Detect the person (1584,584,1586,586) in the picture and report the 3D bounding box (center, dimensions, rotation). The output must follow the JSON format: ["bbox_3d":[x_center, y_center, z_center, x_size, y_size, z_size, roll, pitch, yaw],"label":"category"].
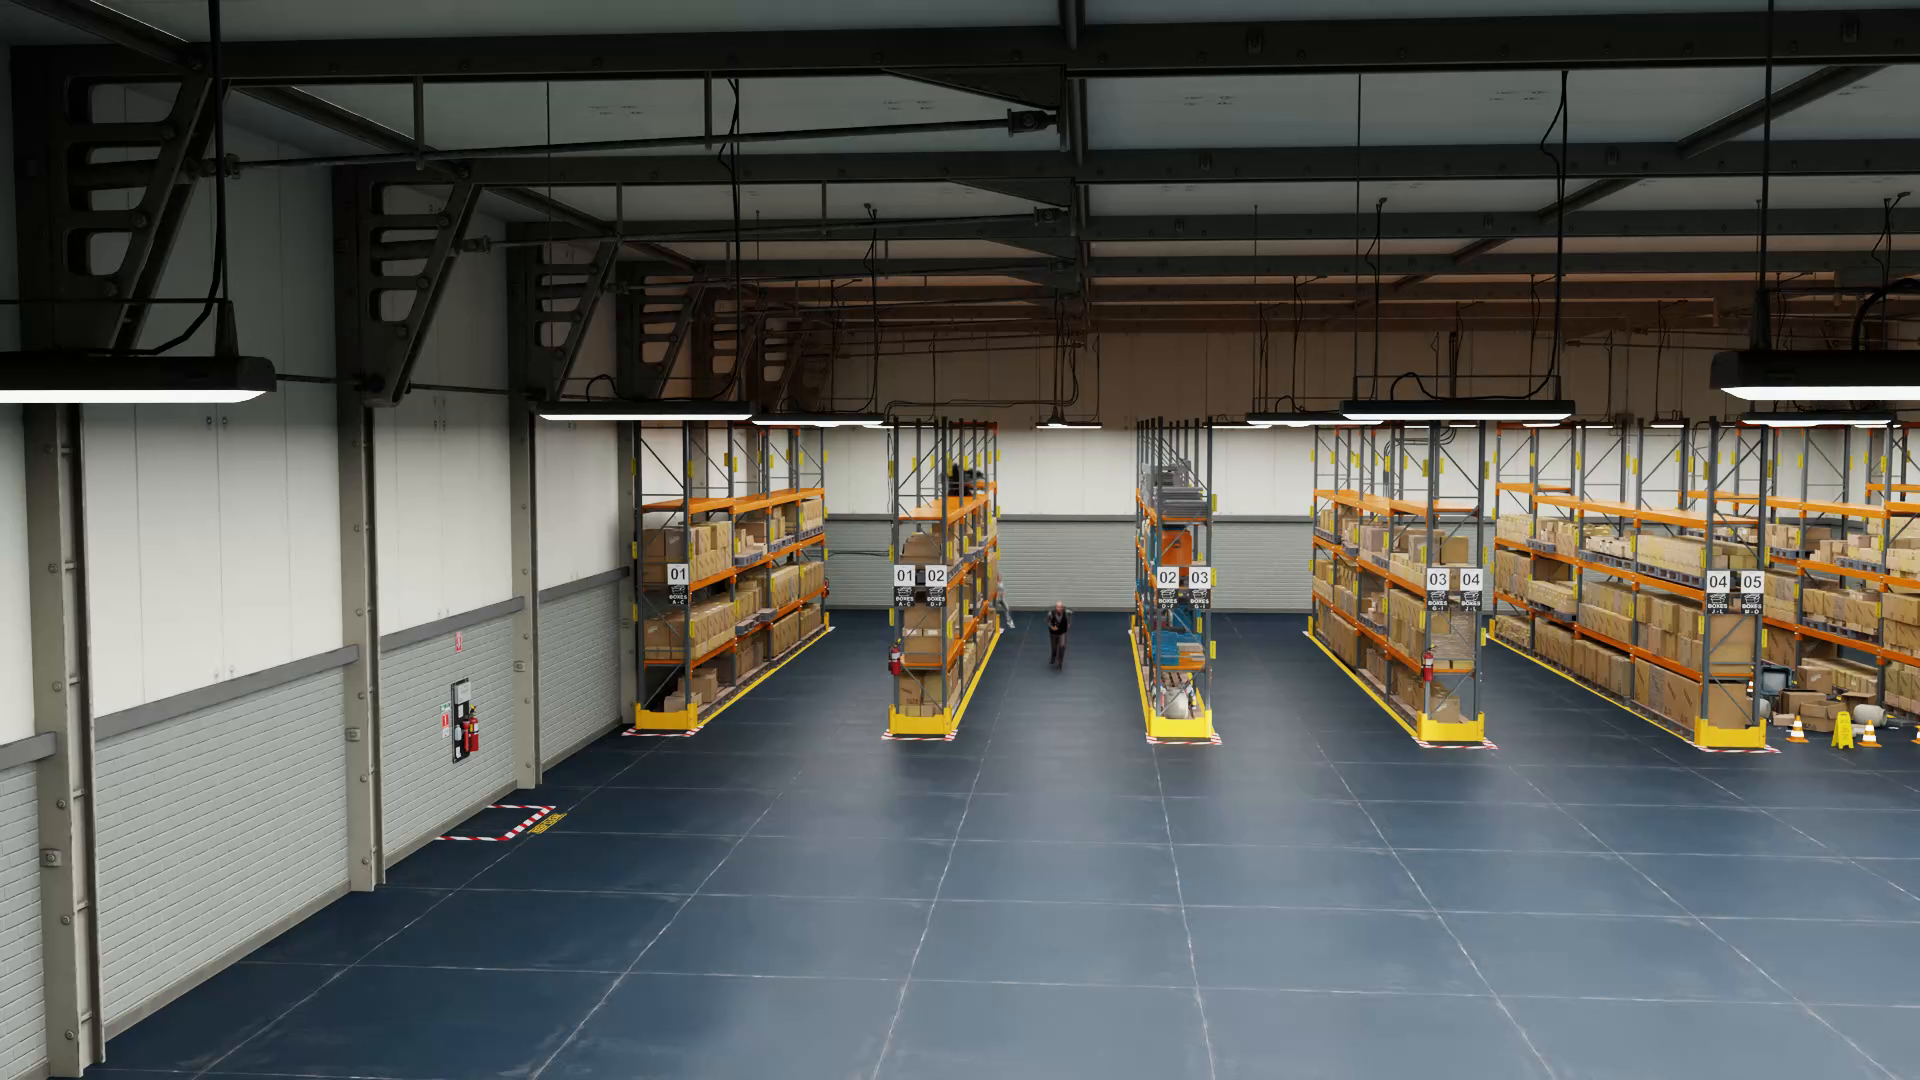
[{"bbox_3d":[16.854,1.998,44.589,0.535,1.632,0.701,0,4,-5],"label":"person"}]

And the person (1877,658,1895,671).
[{"bbox_3d":[21.063,2.531,37.746,0.630,1.483,0.870,-1,4,-14],"label":"person"}]

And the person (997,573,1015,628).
[{"bbox_3d":[1.135,1.761,48.463,0.853,1.600,0.554,2,4,33],"label":"person"}]

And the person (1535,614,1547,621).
[{"bbox_3d":[16.655,1.695,48.069,0.977,1.746,0.645,-2,4,-29],"label":"person"}]

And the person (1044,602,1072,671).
[{"bbox_3d":[2.359,2.300,40.214,0.702,1.682,0.989,0,4,-6],"label":"person"}]
